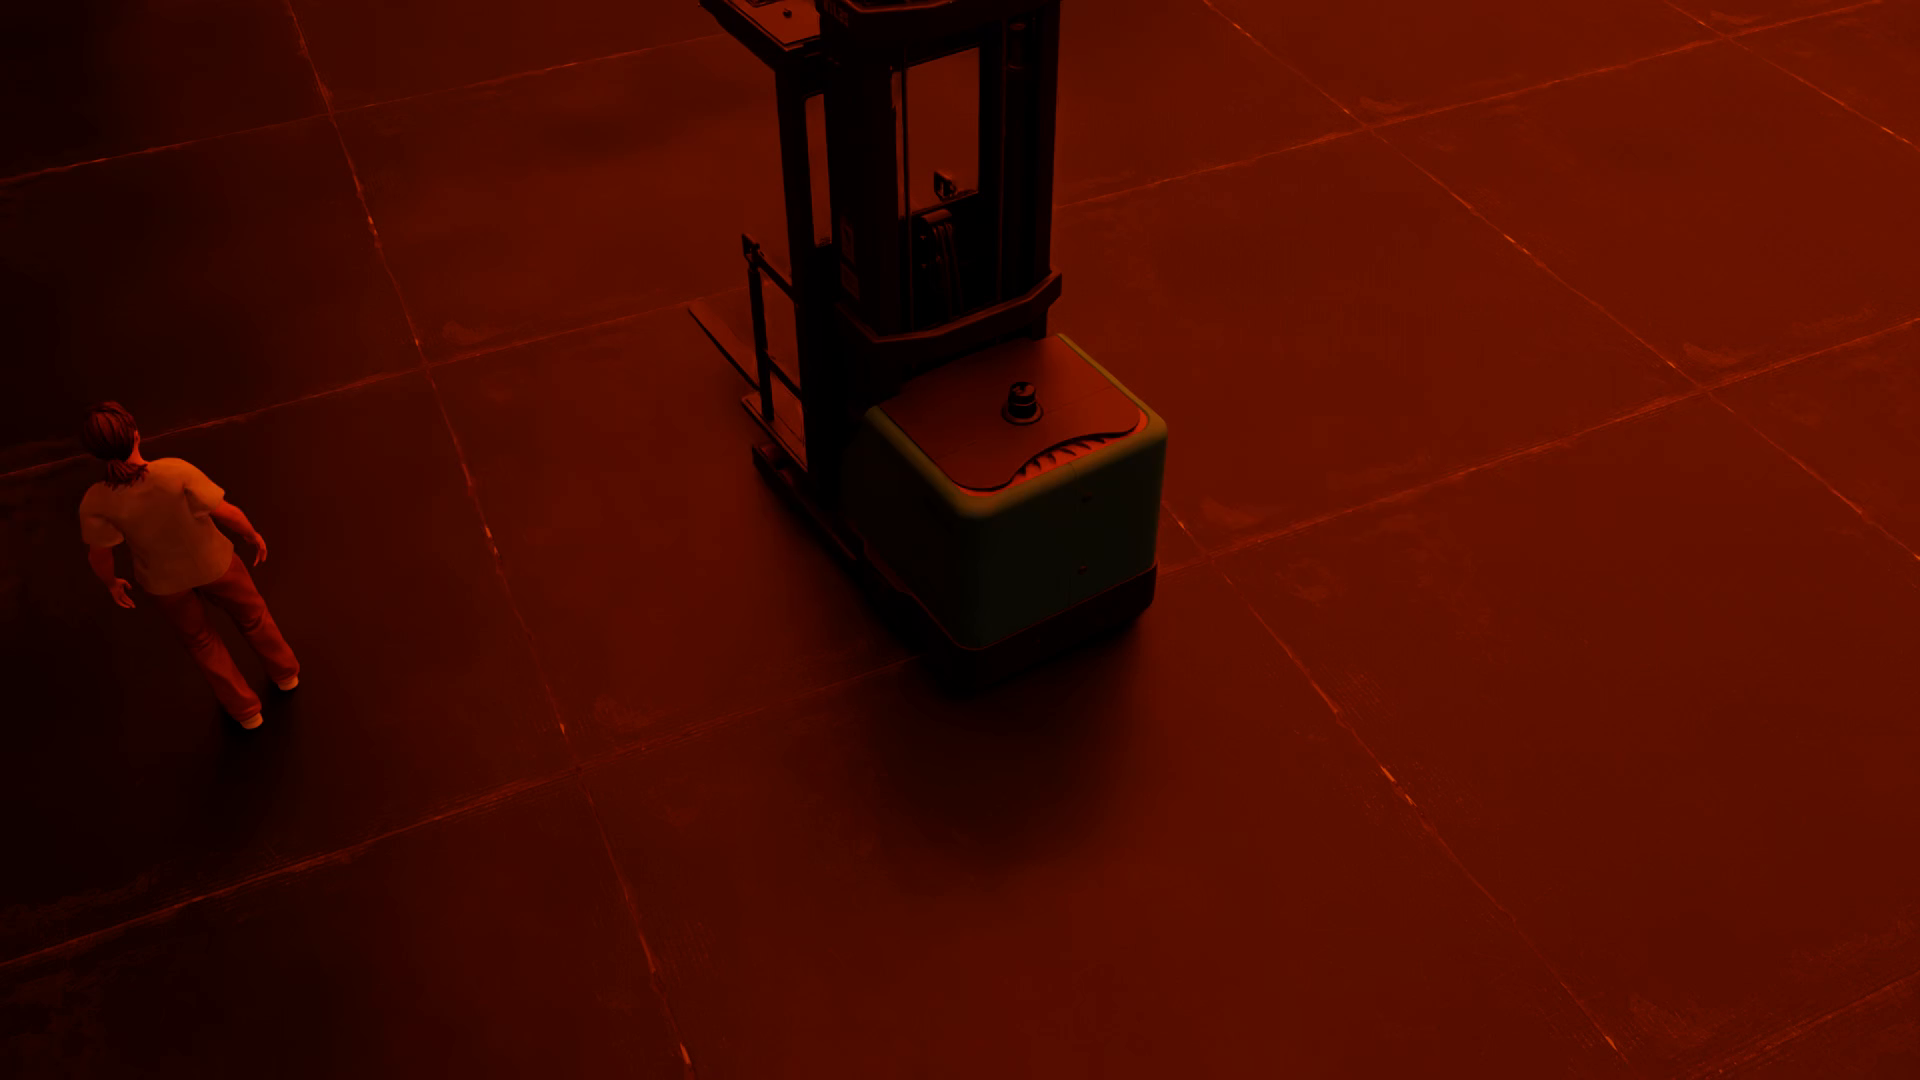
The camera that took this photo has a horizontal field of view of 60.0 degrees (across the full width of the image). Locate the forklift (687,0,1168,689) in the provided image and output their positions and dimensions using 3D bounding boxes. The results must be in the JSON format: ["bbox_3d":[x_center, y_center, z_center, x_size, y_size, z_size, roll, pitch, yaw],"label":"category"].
[{"bbox_3d":[-0.353,-1.422,7.204,1.130,2.935,3.031,-24,48,-23],"label":"forklift"}]

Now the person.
[{"bbox_3d":[-3.041,0.075,6.520,0.592,1.677,0.528,-21,47,-21],"label":"person"}]
